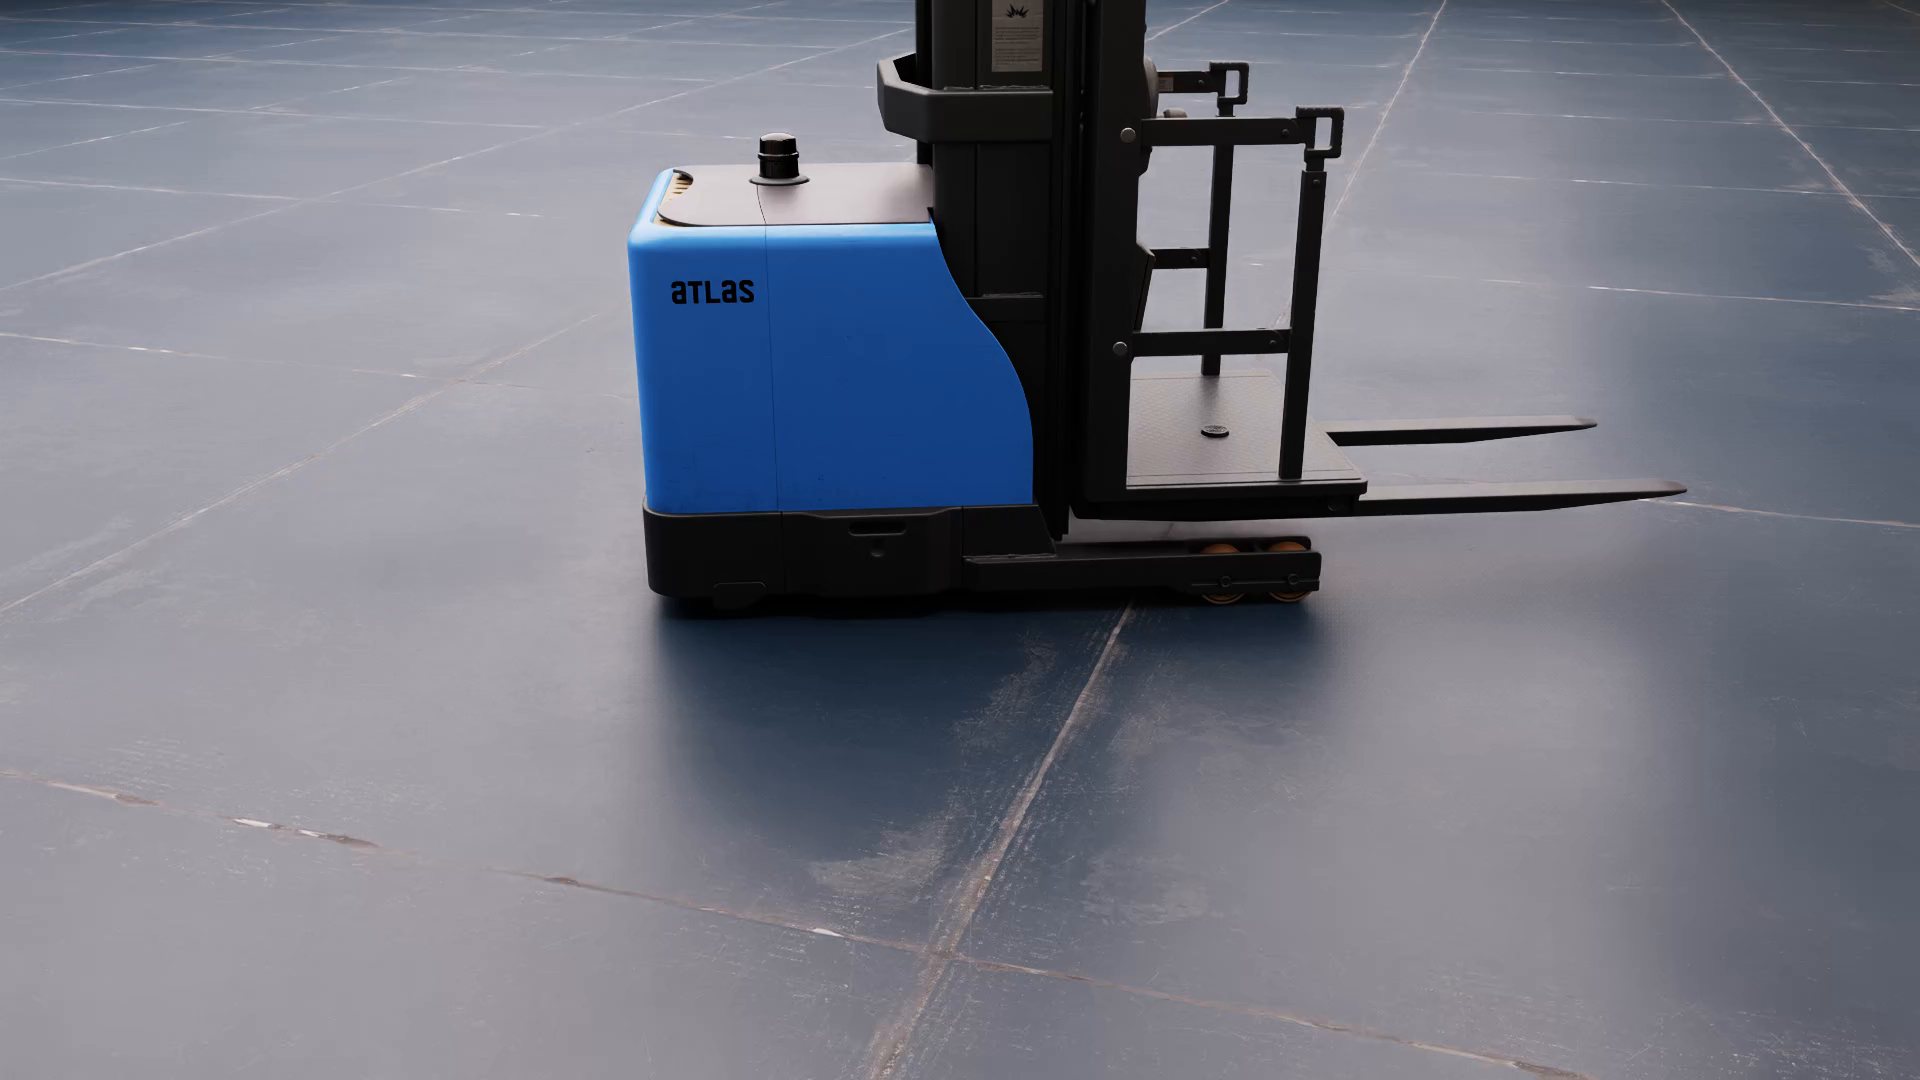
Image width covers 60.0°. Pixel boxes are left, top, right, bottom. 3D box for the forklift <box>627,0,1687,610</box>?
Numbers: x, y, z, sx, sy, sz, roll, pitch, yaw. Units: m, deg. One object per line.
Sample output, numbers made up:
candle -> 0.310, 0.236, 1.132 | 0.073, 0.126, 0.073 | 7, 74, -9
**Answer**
forklift -> 0.606, -1.374, 4.608 | 3.031, 2.935, 1.130 | -2, 23, -4
